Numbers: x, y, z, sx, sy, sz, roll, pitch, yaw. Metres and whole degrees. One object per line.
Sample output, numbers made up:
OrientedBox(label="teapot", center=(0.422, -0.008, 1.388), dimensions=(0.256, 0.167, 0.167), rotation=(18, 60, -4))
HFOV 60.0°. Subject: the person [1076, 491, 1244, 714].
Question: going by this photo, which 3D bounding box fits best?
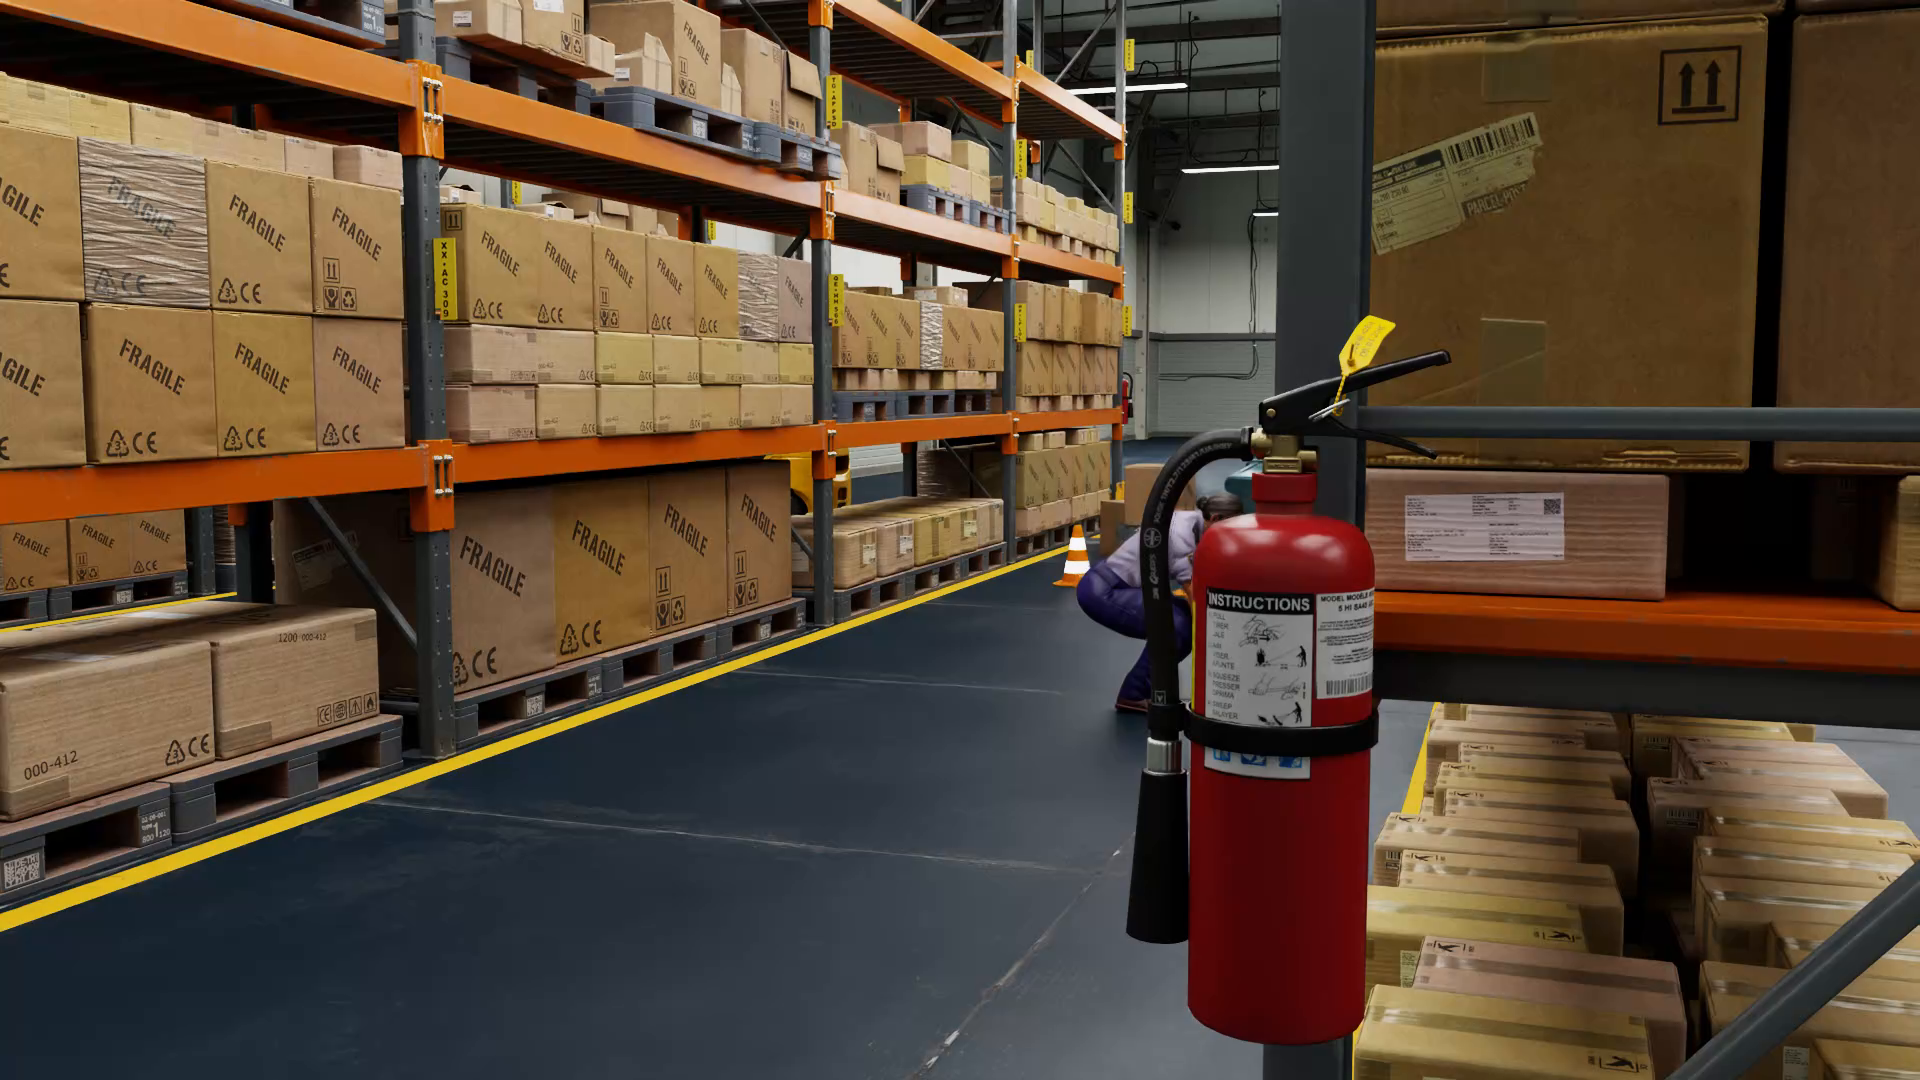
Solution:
OrientedBox(label="person", center=(0.964, 0.287, 7.985), dimensions=(0.782, 1.053, 0.526), rotation=(2, 6, 18))
